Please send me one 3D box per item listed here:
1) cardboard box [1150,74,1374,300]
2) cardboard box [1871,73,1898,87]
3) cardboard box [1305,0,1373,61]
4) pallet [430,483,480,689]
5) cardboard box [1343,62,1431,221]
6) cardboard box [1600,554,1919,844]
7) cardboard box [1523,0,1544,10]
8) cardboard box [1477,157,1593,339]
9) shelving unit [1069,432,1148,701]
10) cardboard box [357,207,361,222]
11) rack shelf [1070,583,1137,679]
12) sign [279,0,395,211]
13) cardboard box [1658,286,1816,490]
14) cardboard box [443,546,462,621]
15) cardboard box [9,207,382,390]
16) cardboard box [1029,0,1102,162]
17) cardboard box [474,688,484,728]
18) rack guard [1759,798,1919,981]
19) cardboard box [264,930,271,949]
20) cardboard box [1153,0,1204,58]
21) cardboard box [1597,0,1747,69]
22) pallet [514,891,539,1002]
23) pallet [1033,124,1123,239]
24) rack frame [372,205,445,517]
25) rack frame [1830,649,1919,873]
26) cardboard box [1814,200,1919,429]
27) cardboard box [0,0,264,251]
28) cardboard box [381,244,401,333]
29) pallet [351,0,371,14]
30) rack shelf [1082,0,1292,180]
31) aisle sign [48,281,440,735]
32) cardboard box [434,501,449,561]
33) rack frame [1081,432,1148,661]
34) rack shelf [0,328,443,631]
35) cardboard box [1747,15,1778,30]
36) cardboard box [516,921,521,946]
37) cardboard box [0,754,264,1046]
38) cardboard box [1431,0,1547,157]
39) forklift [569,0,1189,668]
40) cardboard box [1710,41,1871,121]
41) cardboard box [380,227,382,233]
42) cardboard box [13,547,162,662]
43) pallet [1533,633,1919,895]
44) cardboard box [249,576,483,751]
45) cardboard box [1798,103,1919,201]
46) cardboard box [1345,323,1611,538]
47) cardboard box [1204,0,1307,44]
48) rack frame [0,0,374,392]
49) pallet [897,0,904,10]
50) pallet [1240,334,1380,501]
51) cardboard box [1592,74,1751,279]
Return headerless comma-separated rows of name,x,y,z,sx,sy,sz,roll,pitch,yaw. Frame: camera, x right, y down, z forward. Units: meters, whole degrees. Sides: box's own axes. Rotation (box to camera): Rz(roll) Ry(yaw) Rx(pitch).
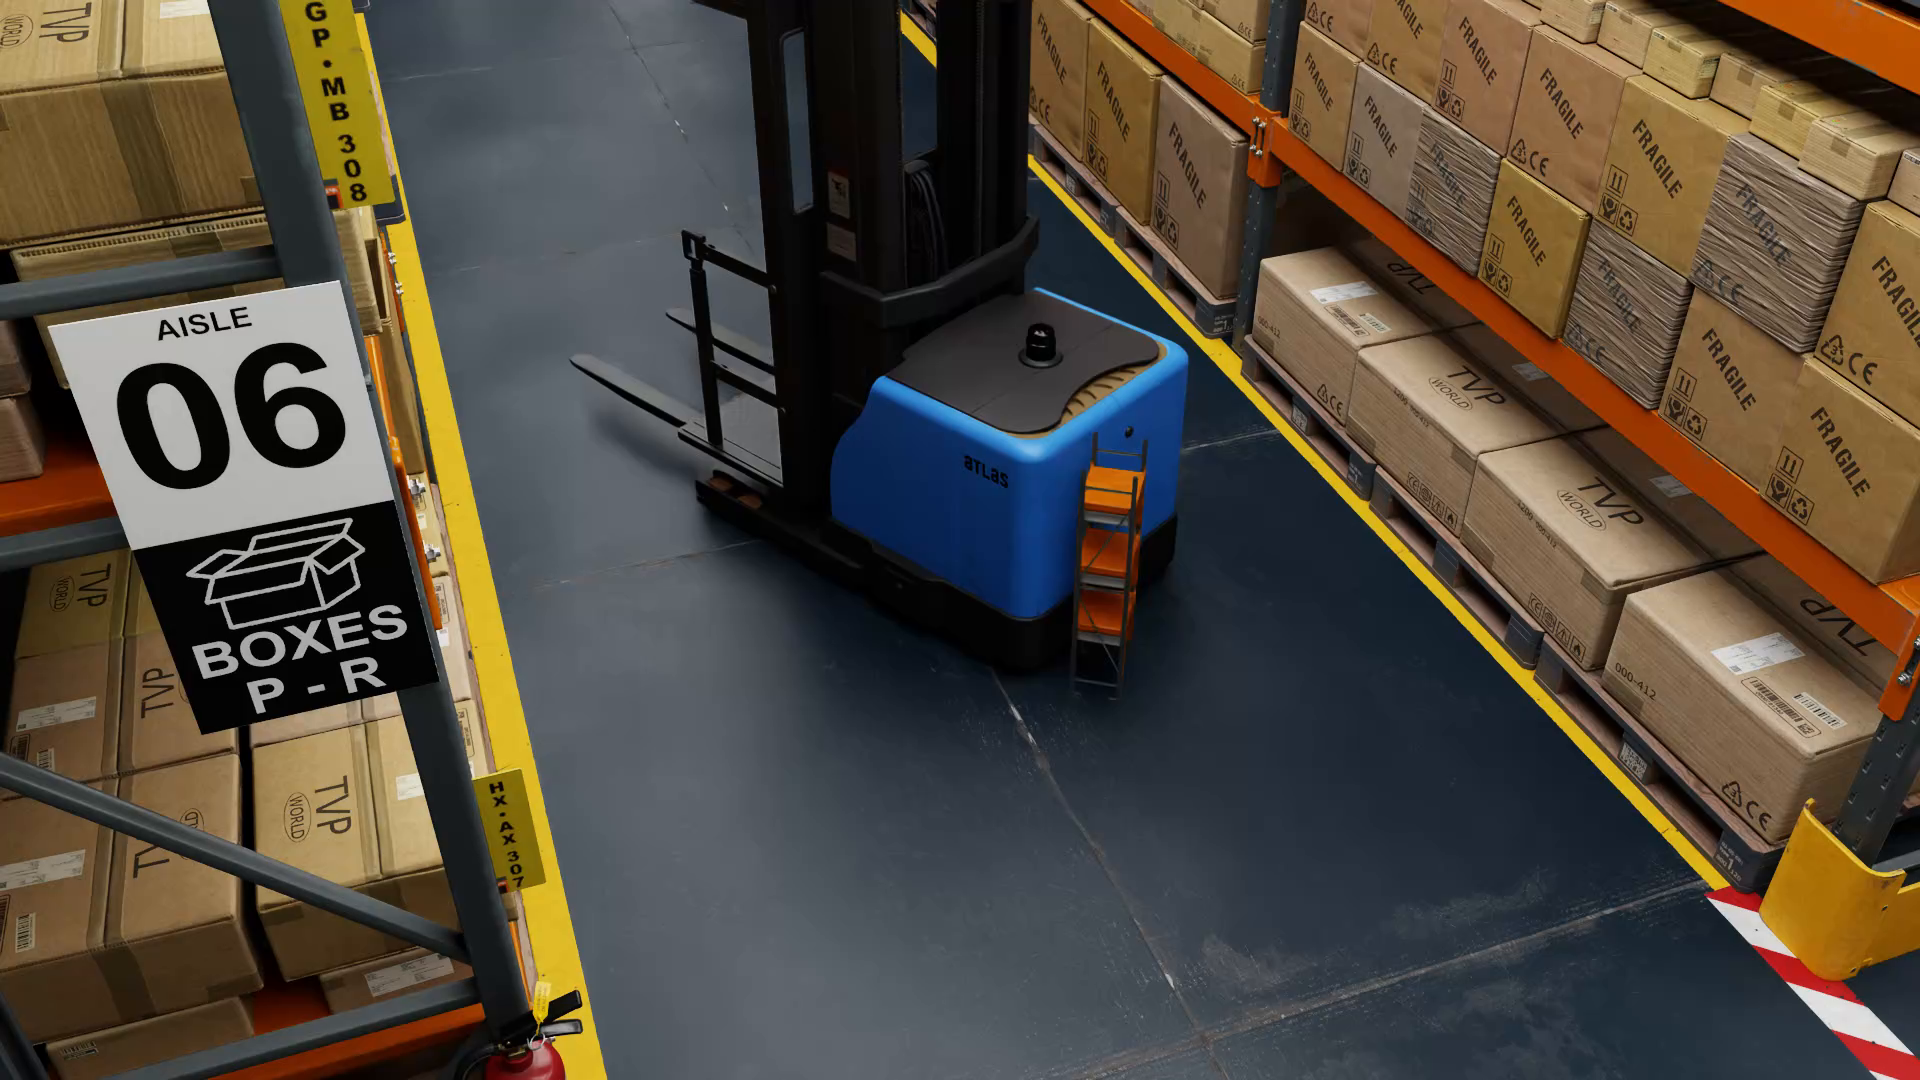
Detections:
cardboard box,1.597,-1.907,8.706,0.875,0.875,0.875,-11,38,-15
cardboard box,3.013,-1.538,5.345,0.380,0.149,0.250,-12,39,-16
cardboard box,1.821,-2.375,6.996,0.500,0.500,0.500,-12,39,-16
pallet,-2.539,0.277,6.707,1.003,0.211,1.213,-12,39,-16
cardboard box,1.970,-1.690,6.918,0.500,0.500,0.500,-12,39,-16
cardboard box,2.940,0.508,5.862,0.875,0.438,0.875,-14,39,-17
cardboard box,2.237,-2.010,5.972,0.380,0.149,0.250,-13,39,-16
cardboard box,2.312,-1.117,6.157,0.500,0.500,0.500,-11,38,-15
shelving unit,0.552,0.116,6.224,0.215,1.050,0.252,8,38,11
cardboard box,-1.465,-0.745,3.461,0.380,0.149,0.250,-12,39,-15
rack shelf,0.552,0.346,6.397,0.215,0.259,0.240,8,38,11
sign,-0.888,-0.625,2.367,0.100,0.325,0.005,-12,39,-16
cardboard box,2.688,-0.539,5.390,0.500,0.500,0.500,-13,39,-17
cardboard box,-1.650,0.154,4.761,0.380,0.149,0.250,-14,39,-17
cardboard box,-1.294,-0.530,2.844,0.500,0.250,0.500,-13,39,-16
cardboard box,0.971,-2.921,10.052,0.875,0.875,0.875,-12,39,-15
cardboard box,-2.134,0.423,5.924,0.700,0.500,0.500,-14,39,-18
rack guard,3.270,1.017,5.484,1.175,0.500,0.348,-12,39,-16
cardboard box,-1.793,0.847,3.841,0.380,0.149,0.250,-11,38,-15
cardboard box,1.320,-2.684,8.445,0.500,0.250,0.500,-13,39,-17
cardboard box,2.387,-1.716,5.582,0.380,0.149,0.250,-11,38,-14
pallet,-1.699,1.656,4.877,1.003,0.211,1.213,-12,39,-16
pallet,1.125,-2.252,10.064,1.003,0.211,1.213,-12,39,-16
rack frame,-2.774,-1.225,6.383,1.000,3.000,0.127,-12,39,-16
rack frame,3.261,0.005,4.750,1.000,3.000,0.127,-12,39,-16
cardboard box,2.872,-0.657,4.716,0.500,0.500,0.500,-11,38,-14
cardboard box,-1.315,-0.725,2.688,0.500,0.250,0.500,-13,39,-16
cardboard box,-2.184,-0.767,5.652,0.500,0.250,0.500,-12,39,-16
pallet,-3.852,-3.040,8.952,1.213,0.211,1.003,-12,39,-16
rack shelf,1.197,-3.097,9.467,1.077,0.370,4.000,-12,39,-16
aisle sign,-1.099,-0.026,2.631,0.394,0.787,0.004,-12,39,-16
cardboard box,-2.307,0.000,6.777,0.380,0.149,0.250,-14,39,-17
rack frame,0.580,0.044,6.319,0.200,1.050,0.008,8,38,11
rack shelf,-2.086,-1.006,4.197,1.077,0.370,4.000,-12,39,-16
cardboard box,2.905,-1.836,5.741,0.380,0.149,0.250,-13,39,-17
cardboard box,-1.777,1.009,5.145,0.700,0.500,0.500,-11,38,-14
cardboard box,-1.805,0.771,3.611,0.500,0.250,0.500,-11,38,-15
cardboard box,2.155,-1.797,6.228,0.500,0.500,0.500,-12,39,-15
forklift,-0.535,-1.425,6.706,3.031,2.935,1.130,28,45,32
cardboard box,2.601,-1.435,5.208,0.380,0.149,0.250,-13,39,-16
cardboard box,-3.262,-1.590,8.596,0.500,0.500,0.500,-14,39,-18
cardboard box,-2.148,0.199,4.371,0.500,0.250,0.500,-11,38,-15
pallet,2.913,0.683,6.168,1.003,0.211,1.213,-12,39,-16
cardboard box,-1.475,0.379,4.131,0.500,0.250,0.500,-12,39,-15
cardboard box,2.672,-1.122,4.793,0.380,0.149,0.250,-13,39,-16
cardboard box,2.309,-0.517,7.223,0.875,0.438,0.875,-14,39,-17
cardboard box,1.505,-2.593,7.909,0.500,0.250,0.500,-12,39,-16
rack frame,-1.398,-1.362,1.578,1.000,3.000,0.127,-12,39,-16
pallet,-0.175,-4.530,13.089,1.003,0.211,1.213,-12,39,-16
pallet,2.073,-0.695,7.997,1.003,0.211,1.213,-12,39,-16
cardboard box,2.497,-1.227,5.471,0.500,0.500,0.500,-13,39,-16
